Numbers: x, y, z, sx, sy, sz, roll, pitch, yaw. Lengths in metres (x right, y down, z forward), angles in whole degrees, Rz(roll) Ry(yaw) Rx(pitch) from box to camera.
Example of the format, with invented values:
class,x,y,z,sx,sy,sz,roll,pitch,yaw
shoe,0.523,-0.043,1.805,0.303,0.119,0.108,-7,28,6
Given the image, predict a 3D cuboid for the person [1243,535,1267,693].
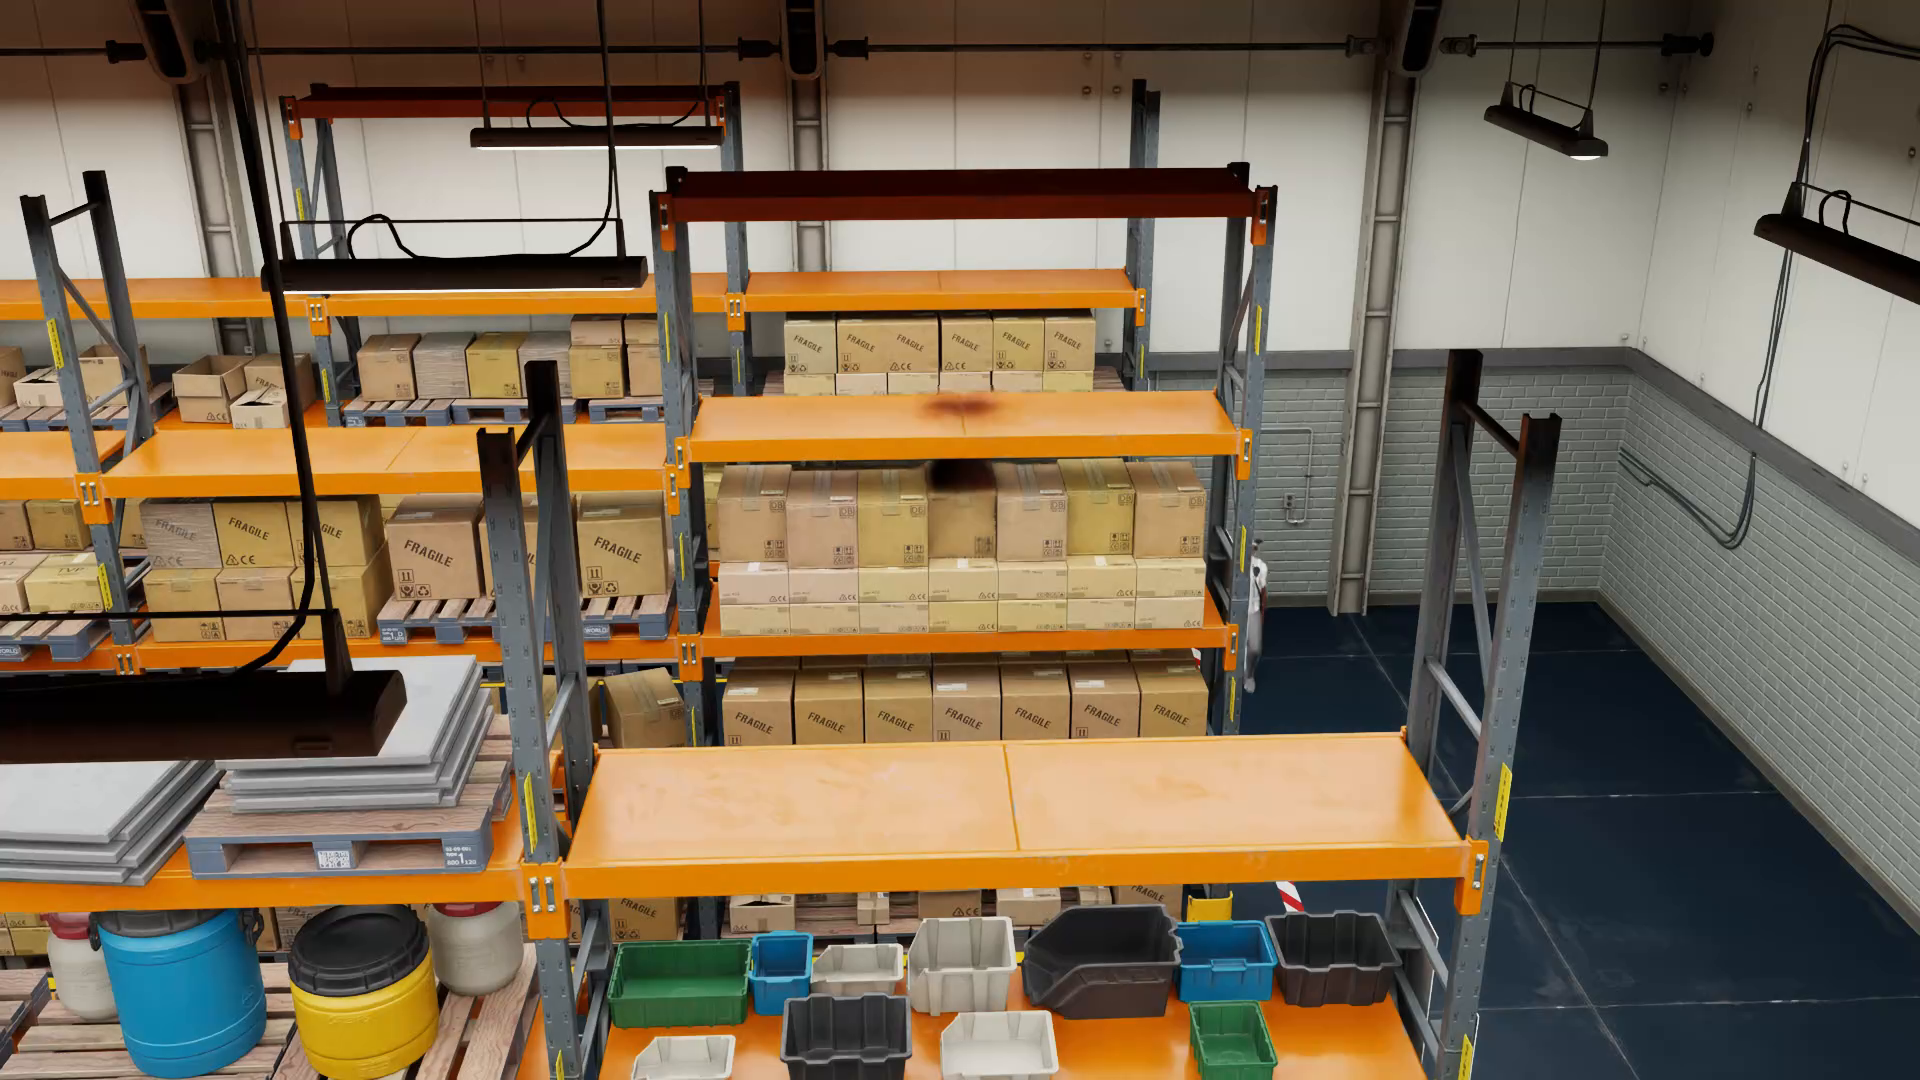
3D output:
class,x,y,z,sx,sy,sz,roll,pitch,yaw
person,2.899,0.751,17.055,0.472,1.712,0.521,2,22,4
